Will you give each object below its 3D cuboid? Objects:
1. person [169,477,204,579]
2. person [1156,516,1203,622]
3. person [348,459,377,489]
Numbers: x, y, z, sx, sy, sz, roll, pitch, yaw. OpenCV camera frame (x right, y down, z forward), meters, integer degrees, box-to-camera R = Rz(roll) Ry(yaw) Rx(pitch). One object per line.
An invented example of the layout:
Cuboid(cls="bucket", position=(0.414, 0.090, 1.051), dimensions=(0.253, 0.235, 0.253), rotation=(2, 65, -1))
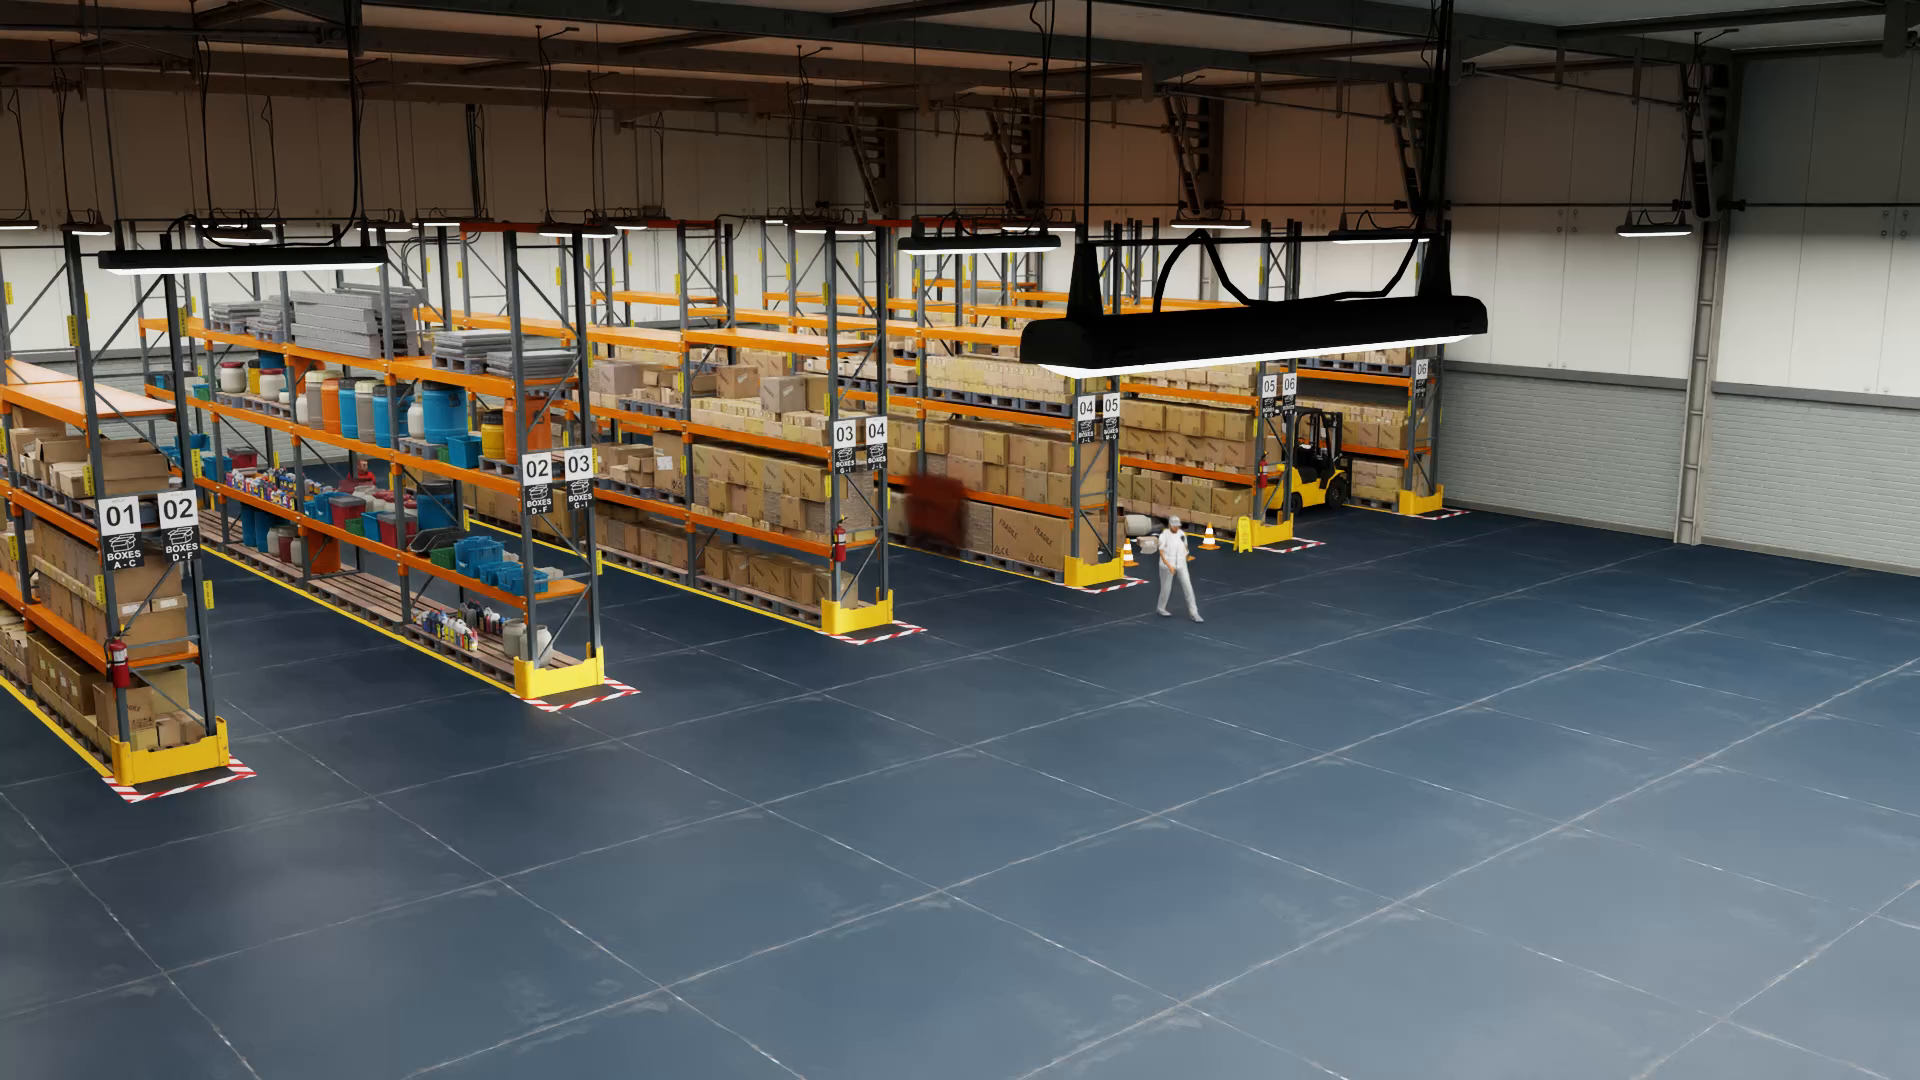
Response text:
Cuboid(cls="person", position=(-13.302, -0.194, 28.396), dimensions=(0.576, 1.762, 0.523), rotation=(-3, 12, -17))
Cuboid(cls="person", position=(3.386, 0.416, 25.716), dimensions=(0.656, 1.620, 0.759), rotation=(-1, 12, -7))
Cuboid(cls="person", position=(-11.055, -0.680, 30.870), dimensions=(1.062, 1.661, 0.618), rotation=(9, 15, 39))
